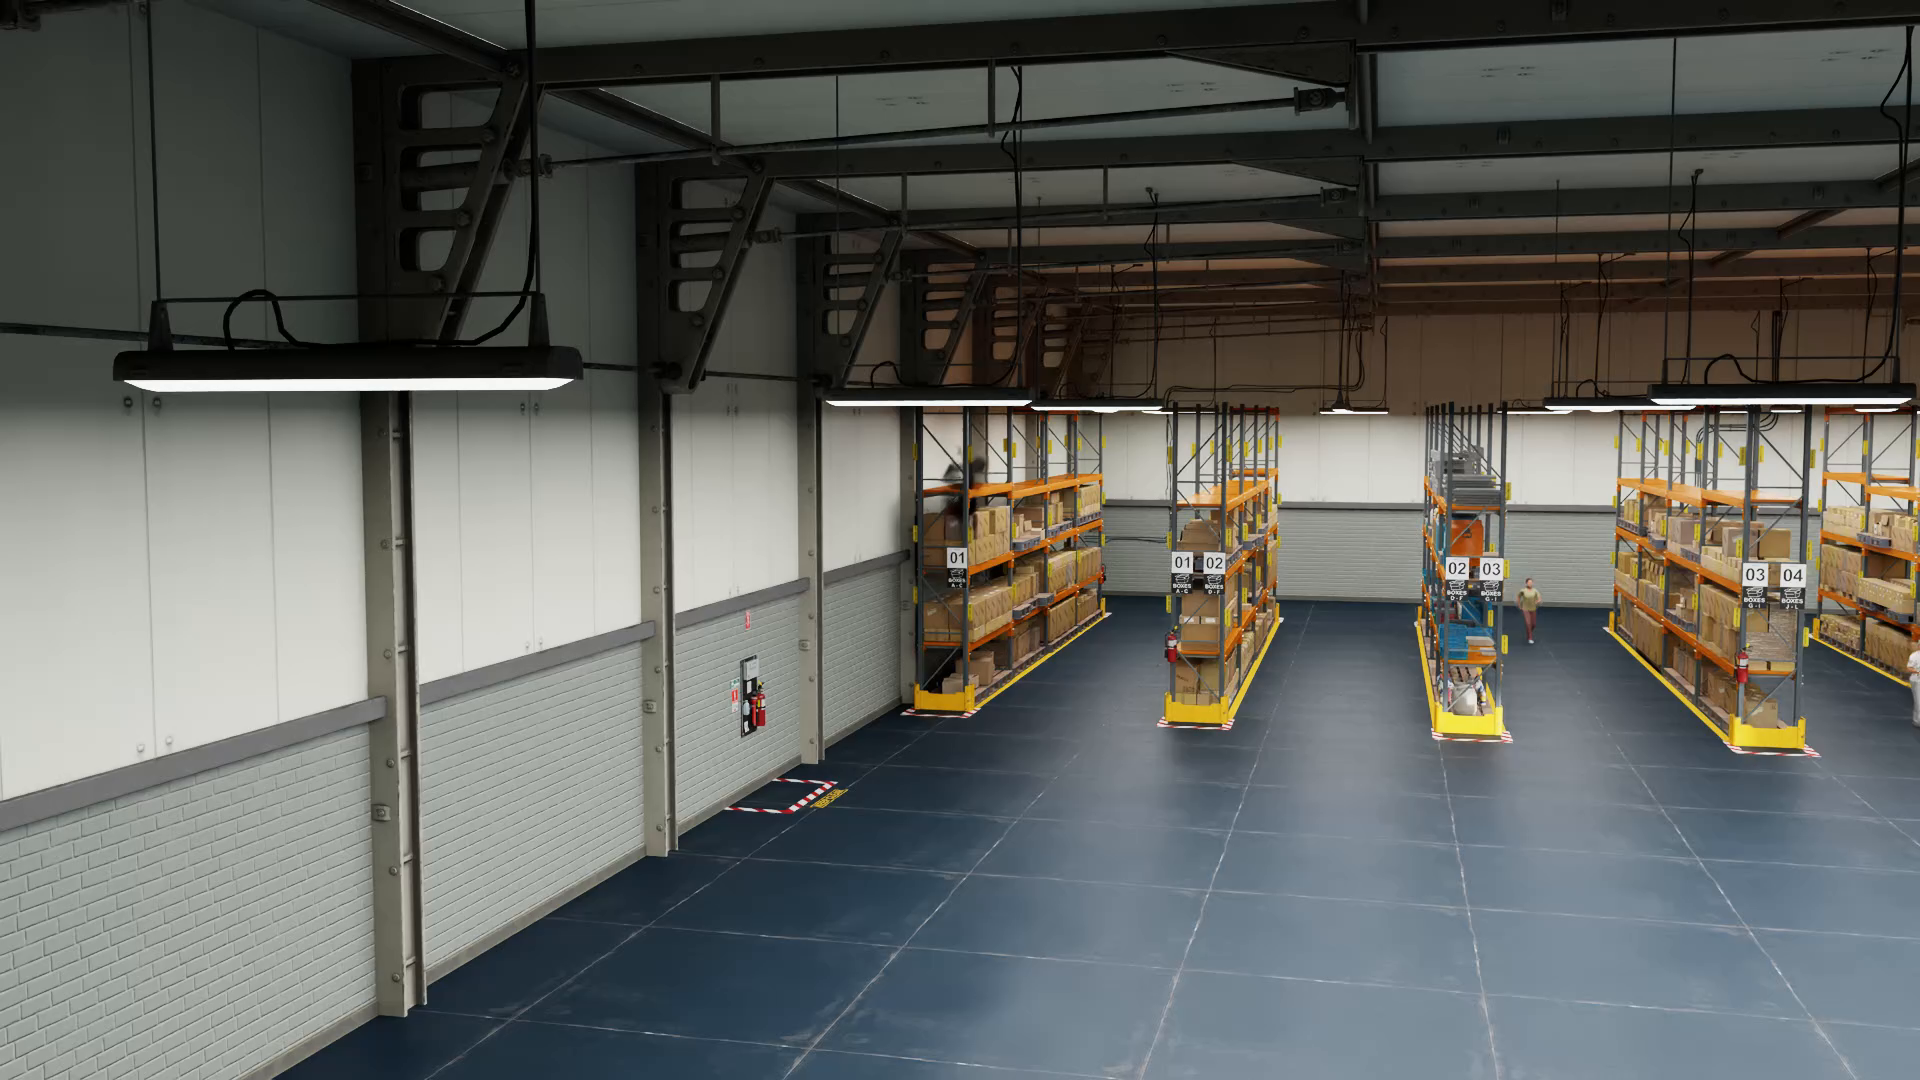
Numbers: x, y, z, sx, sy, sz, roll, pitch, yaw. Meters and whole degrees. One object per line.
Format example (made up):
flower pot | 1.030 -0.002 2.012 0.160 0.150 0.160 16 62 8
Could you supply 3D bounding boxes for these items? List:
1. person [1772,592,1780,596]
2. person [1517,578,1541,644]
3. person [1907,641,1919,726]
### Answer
person | 20.543 1.752 41.528 0.703 1.807 0.950 1 4 15
person | 14.433 1.781 42.188 0.581 1.639 0.780 1 4 9
person | 17.766 2.642 30.600 0.591 1.637 0.576 1 4 9
